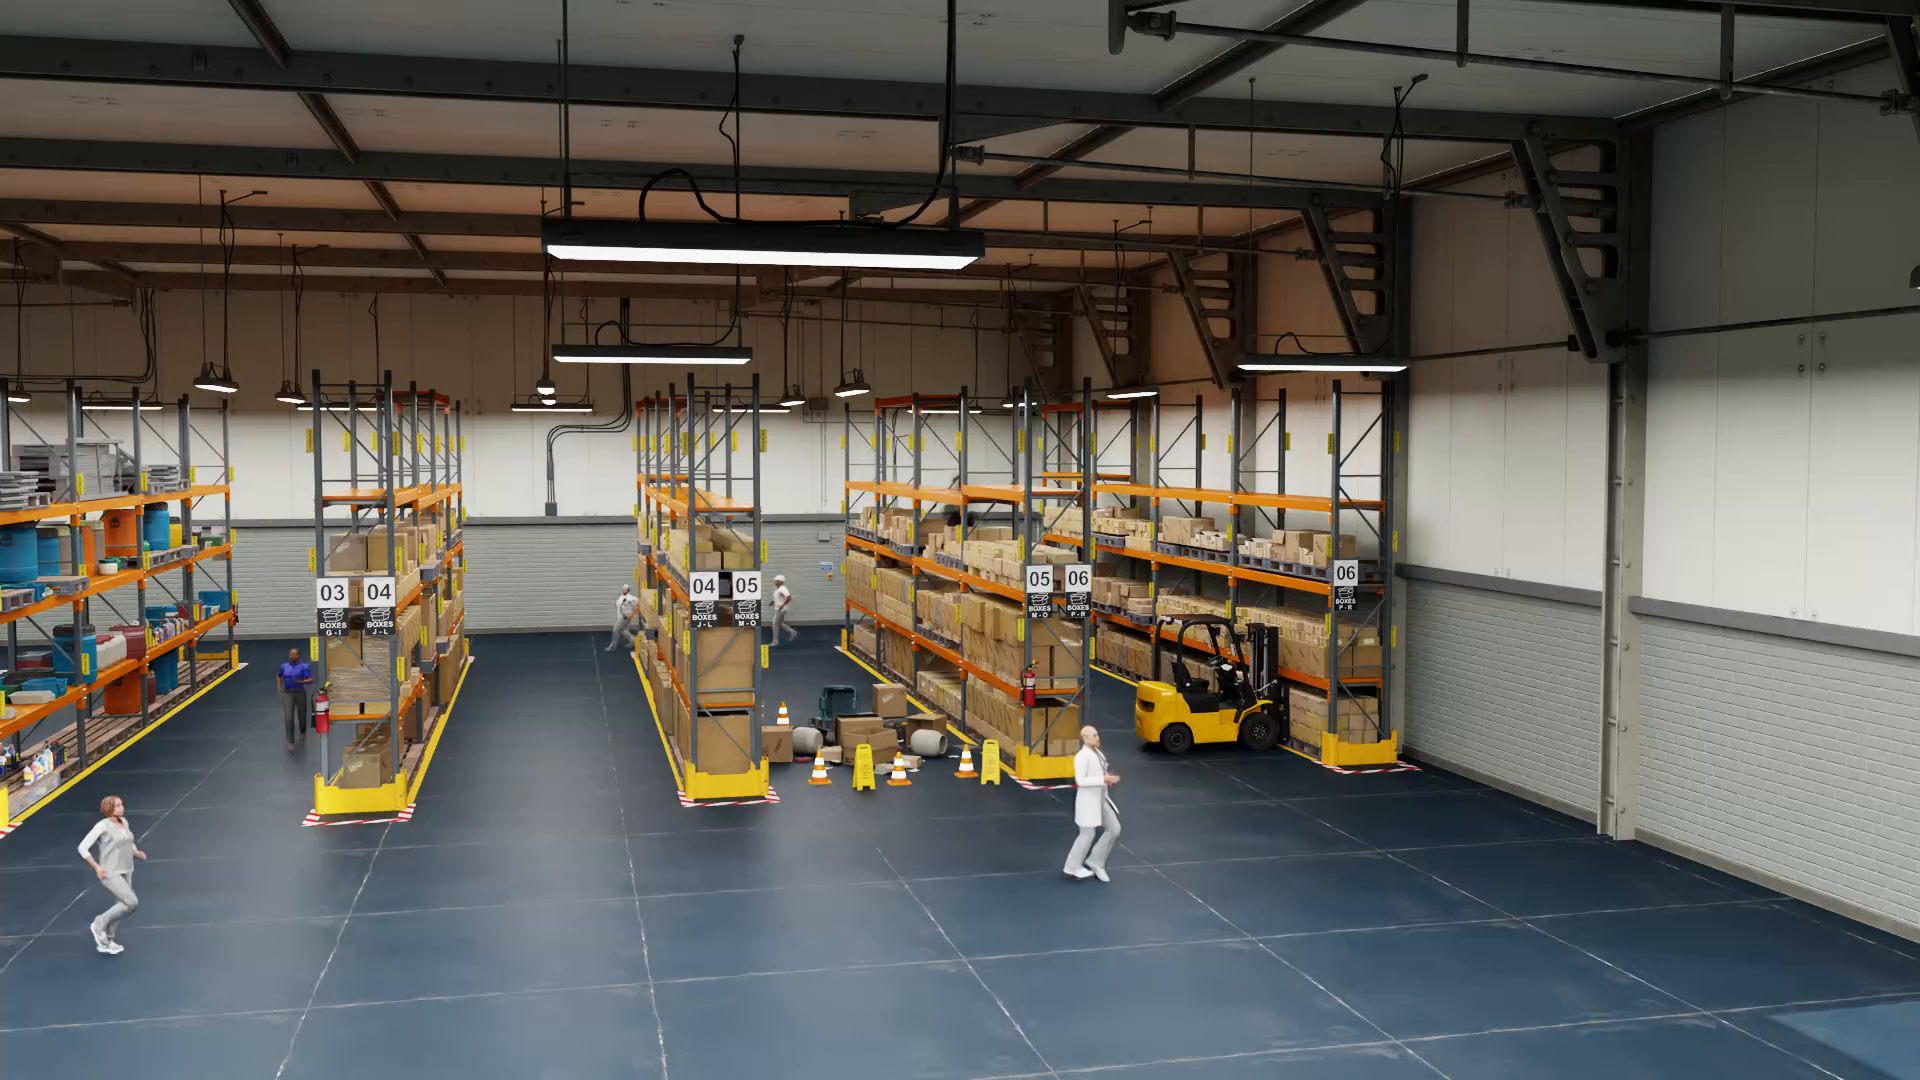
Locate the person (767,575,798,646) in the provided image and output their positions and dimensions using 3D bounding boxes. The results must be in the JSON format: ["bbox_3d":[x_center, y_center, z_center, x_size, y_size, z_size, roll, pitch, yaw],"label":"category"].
[{"bbox_3d":[-4.405,1.750,41.286,0.799,1.768,0.726,-1,3,-15],"label":"person"}]

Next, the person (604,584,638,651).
[{"bbox_3d":[-8.165,1.877,40.217,0.814,1.632,0.633,-1,4,-23],"label":"person"}]

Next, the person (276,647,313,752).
[{"bbox_3d":[-10.903,2.579,27.256,0.574,1.644,0.941,-1,3,-18],"label":"person"}]

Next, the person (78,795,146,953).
[{"bbox_3d":[-8.242,3.287,16.291,0.549,1.538,0.522,0,3,7],"label":"person"}]

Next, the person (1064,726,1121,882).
[{"bbox_3d":[1.536,3.028,18.982,0.755,1.814,0.688,2,4,34],"label":"person"}]
